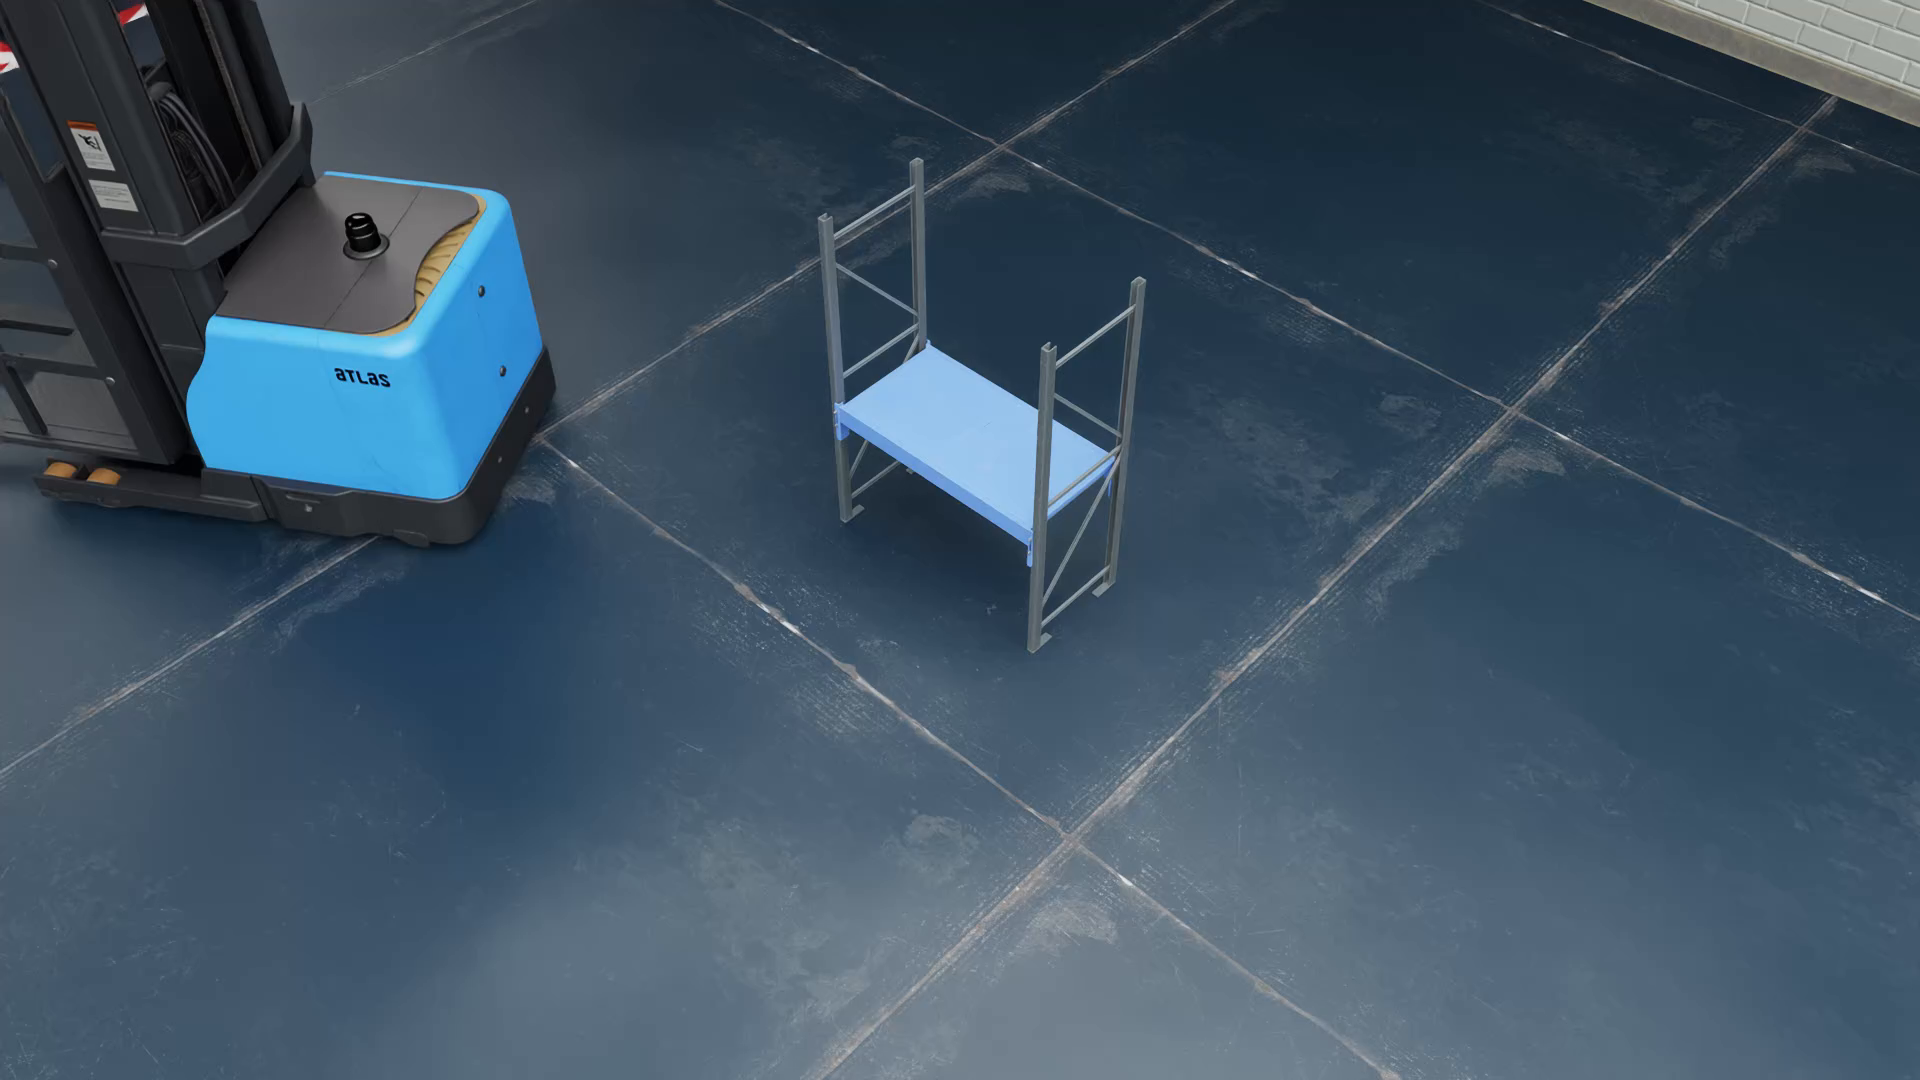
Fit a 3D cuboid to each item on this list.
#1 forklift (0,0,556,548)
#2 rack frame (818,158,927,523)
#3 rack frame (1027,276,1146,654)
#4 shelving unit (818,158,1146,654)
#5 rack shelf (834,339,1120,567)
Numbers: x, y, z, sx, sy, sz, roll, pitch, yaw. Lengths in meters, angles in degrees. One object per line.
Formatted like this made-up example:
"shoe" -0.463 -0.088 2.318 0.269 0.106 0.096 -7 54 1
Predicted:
"forklift" -3.335 -1.507 6.155 3.031 2.935 1.130 8 47 7
"rack frame" -0.311 -0.723 6.400 0.032 1.500 0.500 34 55 28
"rack frame" 0.436 -0.220 5.928 0.032 1.500 0.500 34 55 28
"shelving unit" 0.063 -0.471 6.164 1.048 1.500 0.538 34 55 28
"rack shelf" 0.063 -0.348 6.295 1.000 0.185 0.538 34 55 28
